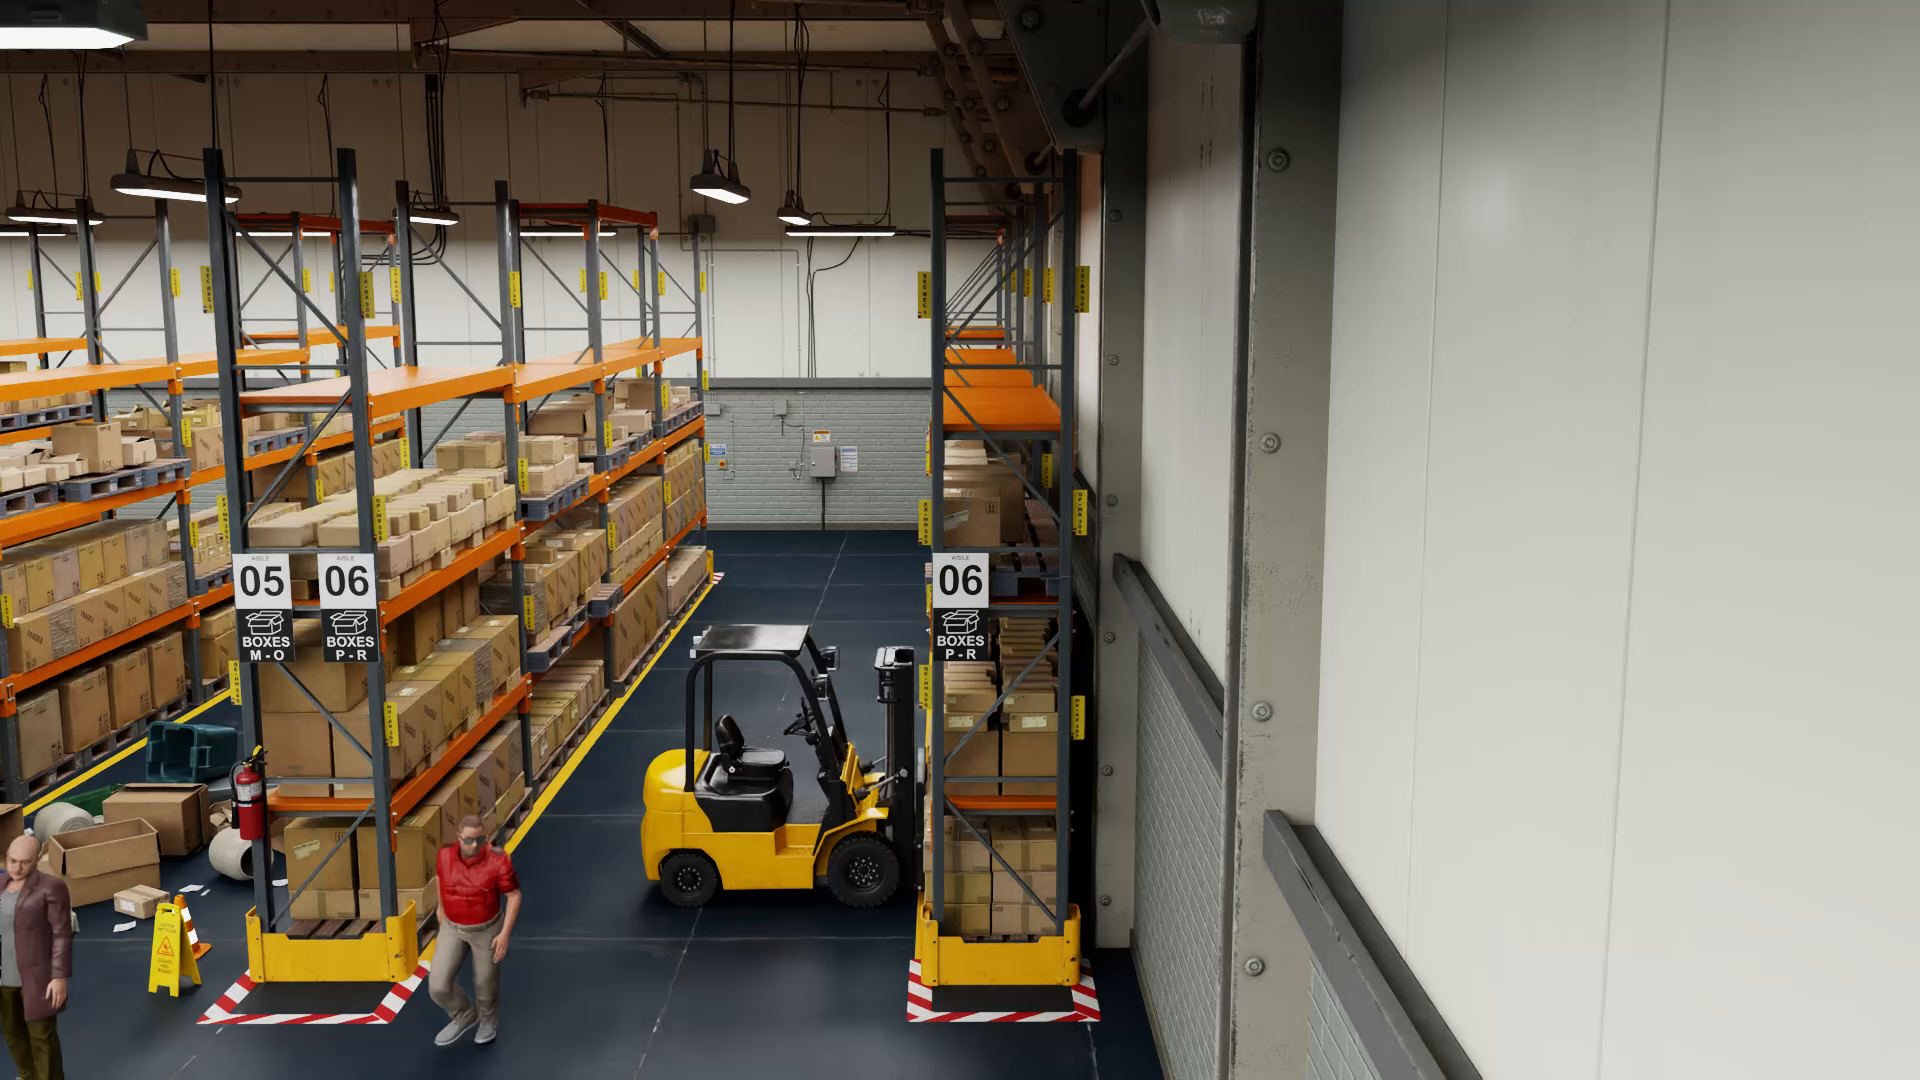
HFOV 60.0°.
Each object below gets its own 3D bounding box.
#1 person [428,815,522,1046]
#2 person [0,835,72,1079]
[{"bbox_3d":[-3.214,2.589,11.037,0.662,1.672,0.727,0,9,0],"label":"person"},{"bbox_3d":[-5.755,2.672,10.261,0.664,1.784,0.557,1,9,6],"label":"person"}]
